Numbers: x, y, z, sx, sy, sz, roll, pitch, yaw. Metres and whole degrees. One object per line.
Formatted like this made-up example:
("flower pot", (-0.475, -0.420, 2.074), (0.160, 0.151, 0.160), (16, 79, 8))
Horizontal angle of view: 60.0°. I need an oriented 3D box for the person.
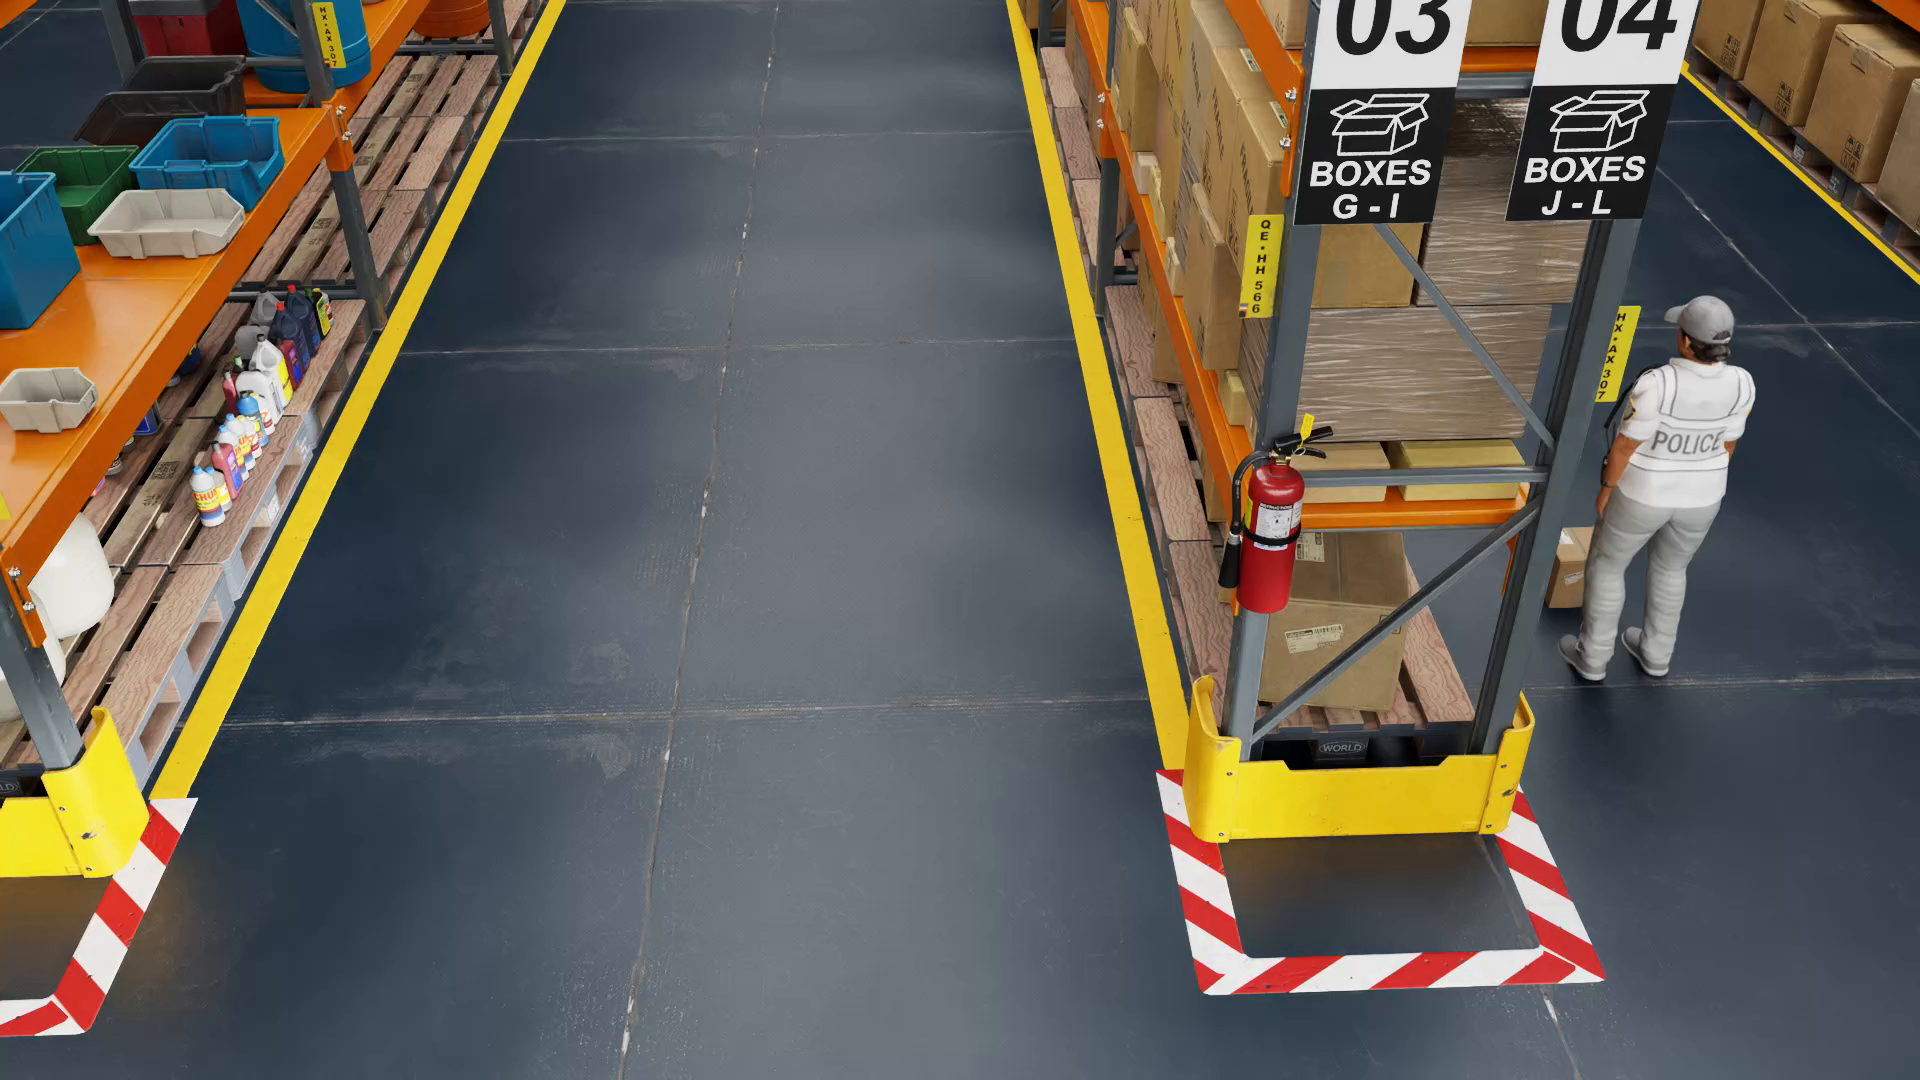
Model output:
("person", (2.682, -0.184, 6.418), (0.468, 1.671, 0.382), (-2, 36, -3))
